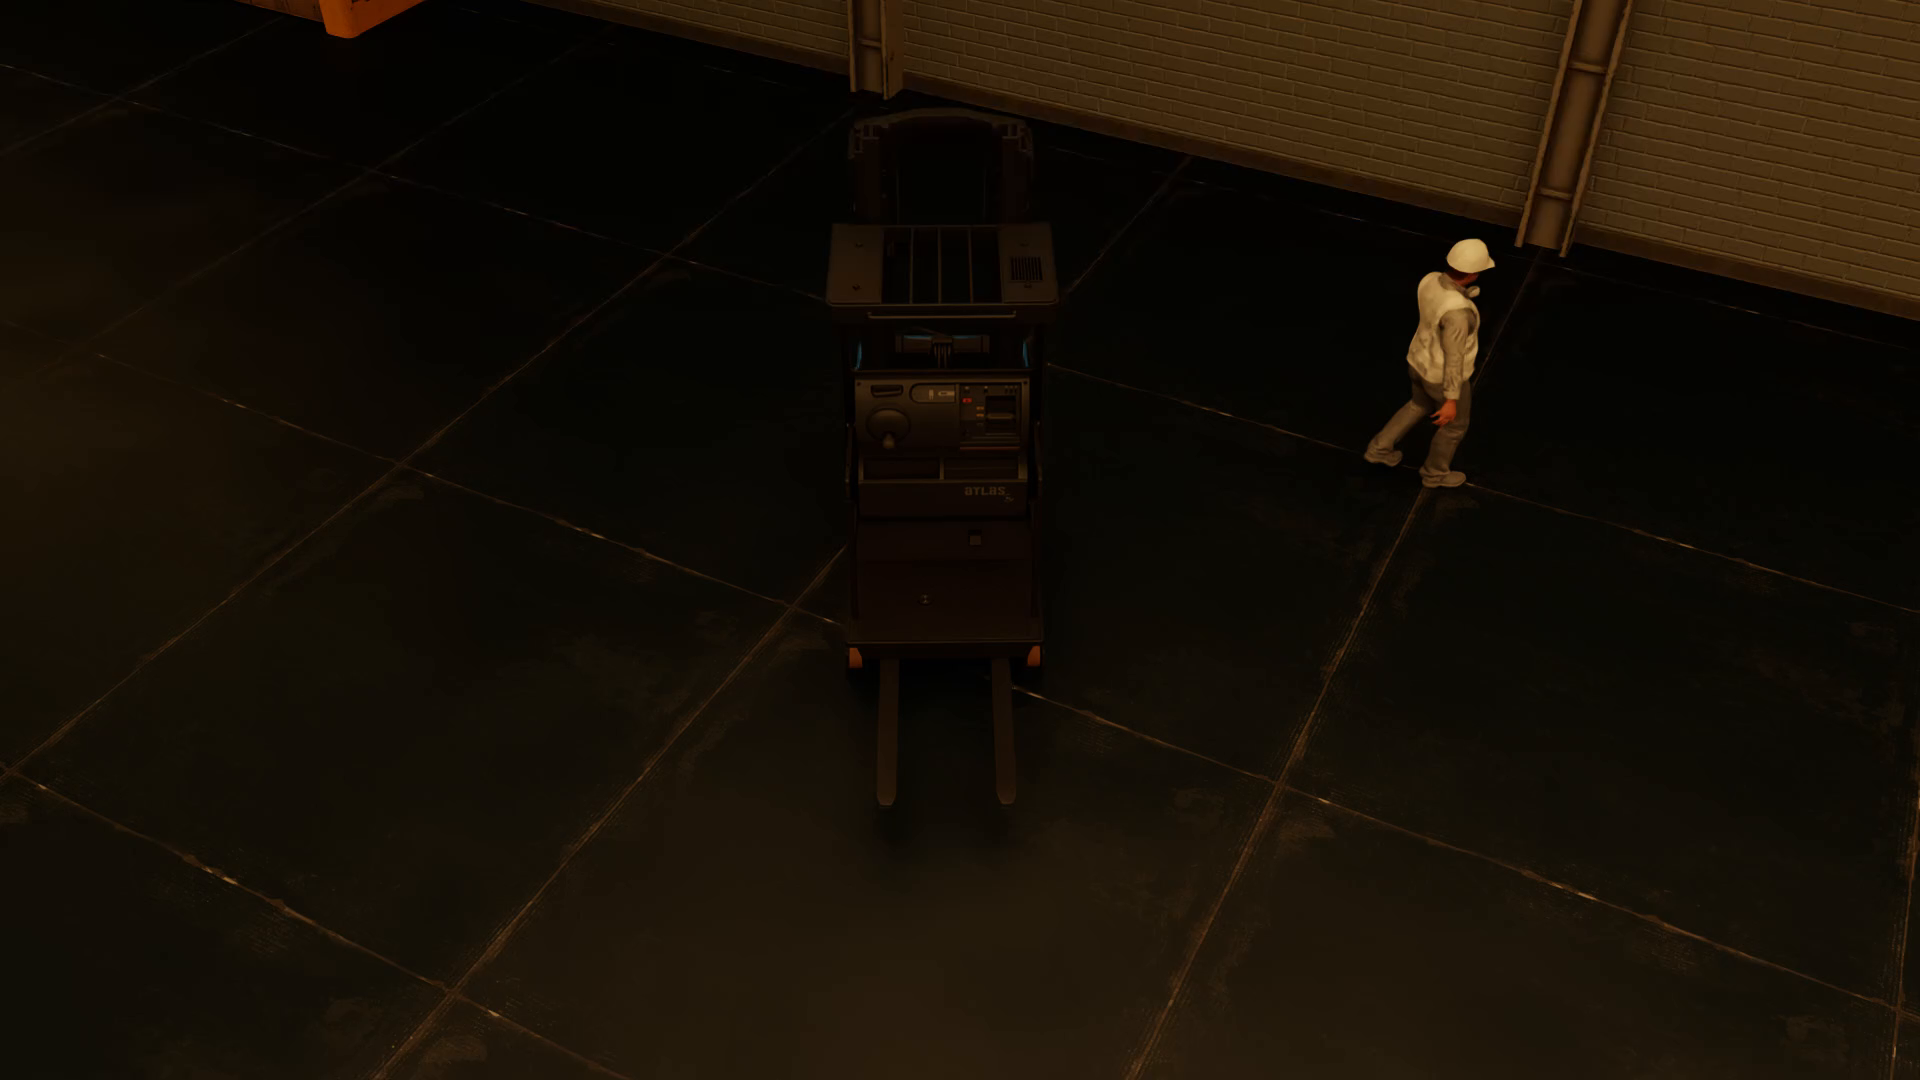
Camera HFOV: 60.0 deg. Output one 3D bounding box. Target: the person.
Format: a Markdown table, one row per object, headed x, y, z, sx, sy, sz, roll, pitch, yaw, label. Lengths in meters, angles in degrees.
| x | y | z | sx | sy | sz | roll | pitch | yaw | label |
| --- | --- | --- | --- | --- | --- | --- | --- | --- | --- |
| 2.949 | -1.055 | 10.159 | 0.669 | 1.754 | 0.841 | -10 | 41 | -12 | person |

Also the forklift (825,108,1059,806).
| x | y | z | sx | sy | sz | roll | pitch | yaw | label |
| --- | --- | --- | --- | --- | --- | --- | --- | --- | --- |
| -0.089 | -0.599 | 8.698 | 1.130 | 2.935 | 3.031 | -1 | 40 | -1 | forklift |
